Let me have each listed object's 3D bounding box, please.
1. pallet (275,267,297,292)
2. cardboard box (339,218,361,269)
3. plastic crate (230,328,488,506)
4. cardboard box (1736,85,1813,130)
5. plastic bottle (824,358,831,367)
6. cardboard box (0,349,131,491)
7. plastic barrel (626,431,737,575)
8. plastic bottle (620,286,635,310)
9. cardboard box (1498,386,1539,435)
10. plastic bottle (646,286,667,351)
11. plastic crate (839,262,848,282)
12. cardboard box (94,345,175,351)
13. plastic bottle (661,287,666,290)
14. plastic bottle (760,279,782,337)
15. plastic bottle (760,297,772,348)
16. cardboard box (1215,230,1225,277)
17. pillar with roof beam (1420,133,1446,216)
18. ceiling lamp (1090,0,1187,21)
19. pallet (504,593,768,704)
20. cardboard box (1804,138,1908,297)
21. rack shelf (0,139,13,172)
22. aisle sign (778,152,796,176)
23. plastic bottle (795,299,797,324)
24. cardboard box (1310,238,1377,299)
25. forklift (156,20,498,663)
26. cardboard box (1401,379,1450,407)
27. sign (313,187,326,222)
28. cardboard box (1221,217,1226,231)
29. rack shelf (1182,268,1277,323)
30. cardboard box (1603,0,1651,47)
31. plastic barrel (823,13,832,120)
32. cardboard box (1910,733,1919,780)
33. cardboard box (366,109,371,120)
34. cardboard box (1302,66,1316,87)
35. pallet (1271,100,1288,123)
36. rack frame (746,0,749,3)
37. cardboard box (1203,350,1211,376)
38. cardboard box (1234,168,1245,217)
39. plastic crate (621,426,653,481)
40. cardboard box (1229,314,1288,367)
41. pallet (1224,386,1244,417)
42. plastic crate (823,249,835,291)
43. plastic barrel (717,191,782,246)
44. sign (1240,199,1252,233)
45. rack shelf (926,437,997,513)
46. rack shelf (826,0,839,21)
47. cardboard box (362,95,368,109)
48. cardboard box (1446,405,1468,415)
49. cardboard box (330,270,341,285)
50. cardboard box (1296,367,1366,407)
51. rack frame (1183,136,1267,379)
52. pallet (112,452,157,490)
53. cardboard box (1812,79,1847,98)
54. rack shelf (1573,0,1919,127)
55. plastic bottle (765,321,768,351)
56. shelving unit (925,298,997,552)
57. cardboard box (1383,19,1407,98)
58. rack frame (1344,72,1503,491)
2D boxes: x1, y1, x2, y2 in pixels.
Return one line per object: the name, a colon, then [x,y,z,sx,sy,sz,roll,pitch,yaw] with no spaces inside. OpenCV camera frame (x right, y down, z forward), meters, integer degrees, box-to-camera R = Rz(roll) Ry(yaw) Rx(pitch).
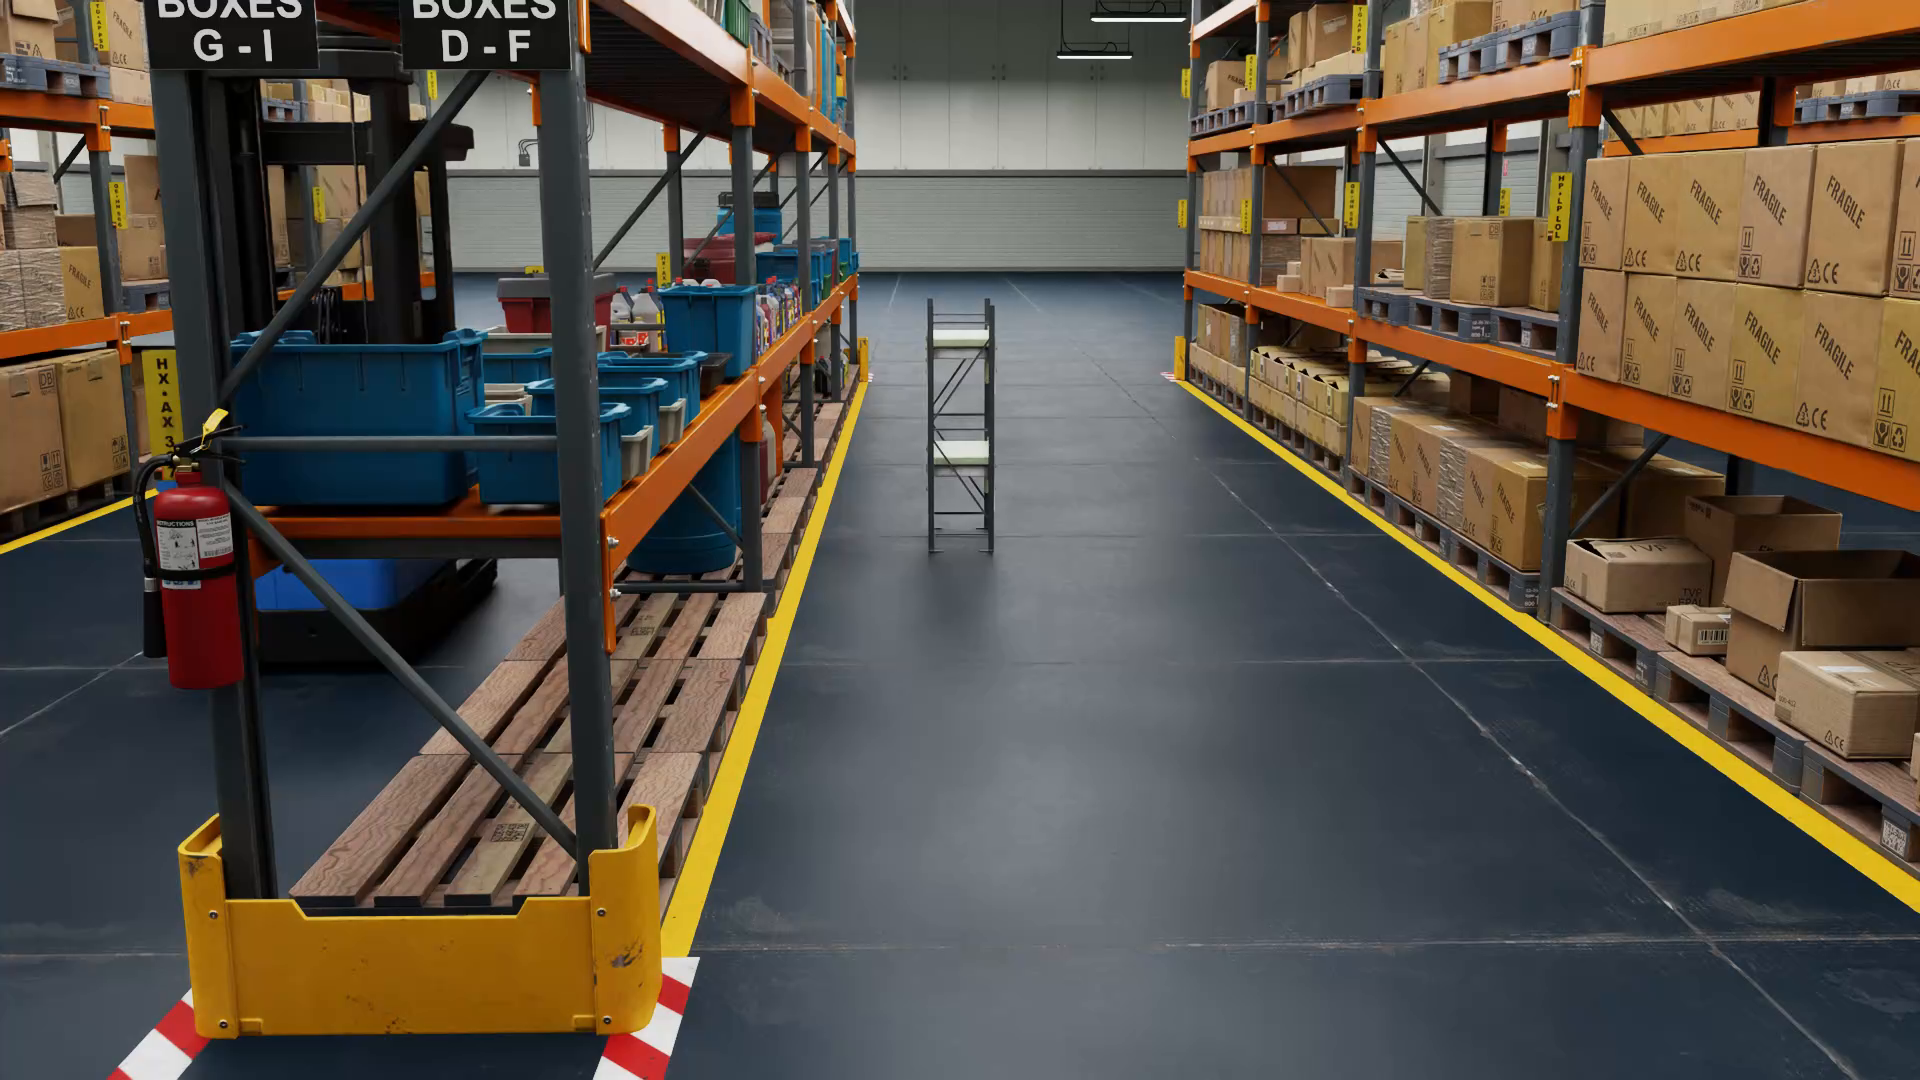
pallet: [-6.742,-2.352,15.089,1.003,0.211,1.213,0,11,-1]
cardboard box: [-6.534,-2.982,16.715,0.875,0.500,0.500,0,11,-1]
plastic crate: [-1.606,-0.346,4.479,0.616,0.435,0.499,0,11,-1]
cardboard box: [7.987,-4.288,16.305,0.500,0.500,0.500,0,11,0]
plastic bottle: [-1.422,-1.778,17.522,0.152,0.276,0.135,0,11,-1]
cardboard box: [-6.536,-0.830,11.395,1.225,0.875,0.875,-1,11,-4]
plastic barrel: [-1.489,-0.314,8.783,0.600,0.901,0.708,0,11,-1]
plastic bottle: [-1.845,-1.222,9.163,0.144,0.351,0.185,0,11,-1]
cardboard box: [3.660,-0.802,10.260,0.500,0.250,0.500,0,11,-2]
plastic bottle: [-1.700,-1.223,9.166,0.144,0.351,0.185,0,11,-1]
plastic crate: [-1.406,-2.786,17.279,0.450,0.188,0.662,0,11,-1]
cardboard box: [-6.594,-1.400,13.208,0.500,0.250,0.500,1,12,5]
plastic bottle: [-1.899,-1.485,10.660,0.097,0.271,0.097,0,11,0]
plastic bottle: [-1.151,-1.398,10.031,0.144,0.351,0.185,0,11,-1]
plastic bottle: [-1.094,-1.222,9.333,0.061,0.283,0.133,0,11,-1]
cardboard box: [3.227,-3.186,18.469,0.700,0.500,0.500,0,11,-1]
pillar with roof beam: [4.490,-8.627,30.448,9.100,9.000,0.400,0,11,-1]
ceiling lamp: [3.730,-12.484,34.778,2.000,3.185,0.800,0,11,-1]
pallet: [-1.441,0.484,7.641,1.003,0.211,1.213,0,11,-1]
cardboard box: [3.230,-1.083,5.585,0.500,0.500,0.500,0,11,0]
rack shelf: [-11.614,-4.113,17.553,1.077,0.370,4.000,0,11,-1]
aisle sign: [-2.037,-4.701,19.647,0.394,0.787,0.004,0,11,-1]
plastic bottle: [-1.151,-1.559,11.200,0.097,0.201,0.097,0,11,0]
cardboard box: [3.313,-2.330,14.249,0.500,0.500,0.500,0,11,-1]
forklift: [-3.133,-1.116,8.687,1.130,2.935,3.031,-1,11,-3]
cardboard box: [3.658,-1.081,12.794,0.500,0.311,0.500,0,11,1]
sign: [-6.057,-3.169,15.721,0.100,0.325,0.005,0,11,-1]
cardboard box: [3.034,-3.416,17.968,0.380,0.149,0.250,0,11,-1]
rack shelf: [3.251,-2.683,18.050,1.077,0.370,4.000,0,11,-1]
cardboard box: [3.220,-2.347,7.415,0.500,0.250,0.500,0,11,-1]
plastic barrel: [-1.419,-4.104,14.439,0.600,0.901,0.600,0,11,0]
cardboard box: [3.364,0.732,5.425,0.380,0.166,0.250,0,11,-1]
cardboard box: [-6.400,-4.394,17.506,0.500,0.250,0.500,0,11,-2]
cardboard box: [3.310,-4.009,14.551,0.500,0.250,0.500,-1,12,-7]
pallet: [3.324,-3.839,14.875,0.805,0.209,1.217,-1,11,-3]
rack frame: [-1.495,-3.968,7.487,1.000,3.000,0.127,0,11,-1]
cardboard box: [3.022,-1.985,18.660,0.500,0.250,0.500,0,11,-1]
cardboard box: [3.256,-3.611,17.300,0.700,0.500,0.500,0,11,-1]
plastic crate: [-1.012,-0.248,4.749,0.250,0.136,0.298,0,11,-1]
cardboard box: [3.066,-2.055,17.116,0.500,0.500,0.500,0,11,-1]
pallet: [3.318,-1.430,17.076,1.003,0.211,1.213,0,11,-1]
plastic crate: [-1.326,-2.393,14.849,0.392,0.384,0.575,0,11,-1]
plastic barrel: [-1.955,-2.786,15.487,0.600,0.901,0.708,0,11,-1]
sign: [2.738,-3.099,15.912,0.100,0.325,0.005,0,11,-1]
rack shelf: [0.000,-0.417,10.481,0.431,0.370,0.720,0,11,-1]
rack shelf: [-1.619,-4.612,13.477,1.077,0.370,4.000,0,11,-1]
cardboard box: [-6.415,-4.566,17.352,0.380,0.149,0.250,0,11,0]
cardboard box: [3.629,-0.649,11.392,0.500,0.500,0.500,0,11,1]
cardboard box: [-6.308,-2.569,16.308,0.380,0.149,0.250,0,11,-1]
cardboard box: [3.093,-1.283,13.787,0.500,0.311,0.500,0,11,-2]
rack frame: [3.210,-3.433,19.938,1.000,3.000,0.127,0,11,-1]
pallet: [-6.544,-0.592,12.945,1.003,0.211,1.213,0,11,-1]
cardboard box: [8.176,-4.275,15.235,0.500,0.500,0.500,1,12,7]
rack shelf: [3.499,-1.768,5.993,1.077,0.370,4.000,0,11,-1]
plastic bottle: [-1.108,-1.140,9.132,0.097,0.201,0.097,0,11,0]
shelving unit: [0.000,-0.736,10.417,0.431,1.500,0.755,0,11,-1]
cardboard box: [3.418,-3.275,11.364,0.910,0.500,0.500,0,11,-1]
rack frame: [3.375,-1.843,12.099,1.000,3.000,0.127,0,11,-1]
